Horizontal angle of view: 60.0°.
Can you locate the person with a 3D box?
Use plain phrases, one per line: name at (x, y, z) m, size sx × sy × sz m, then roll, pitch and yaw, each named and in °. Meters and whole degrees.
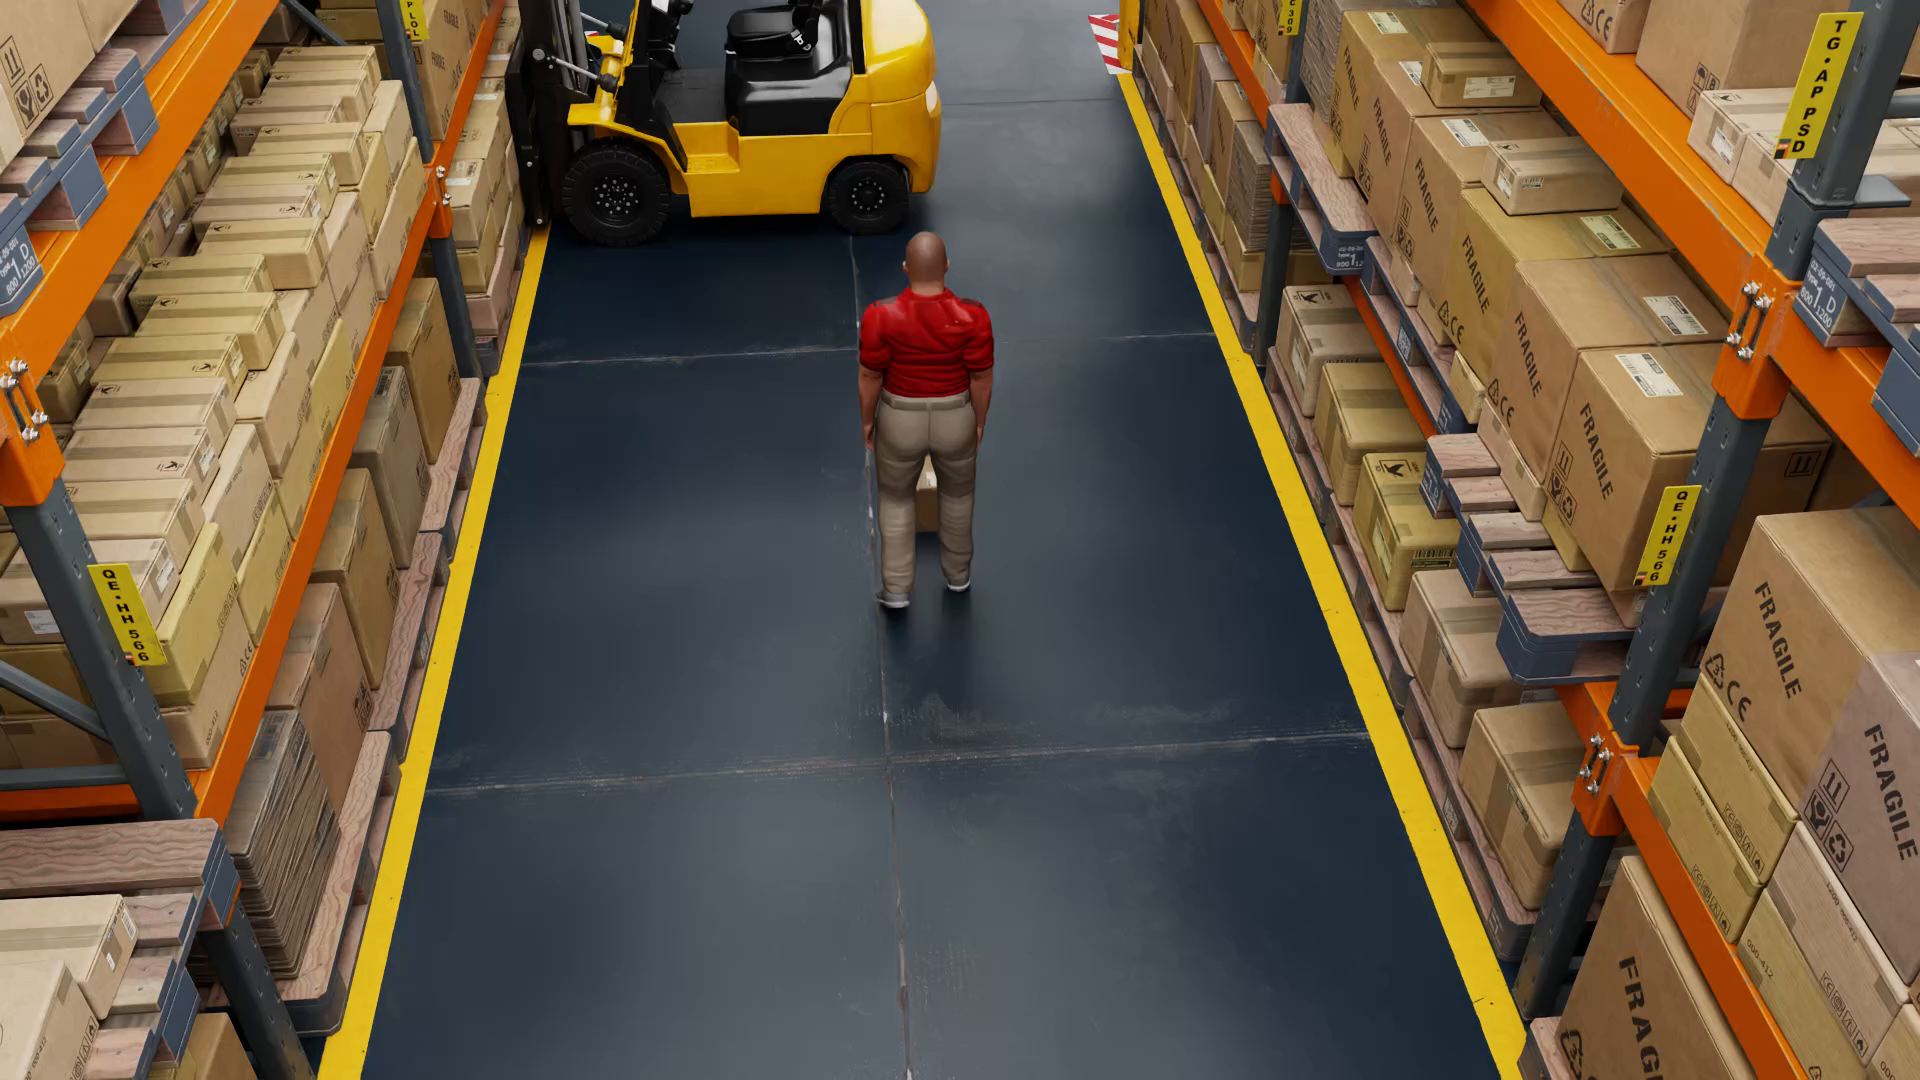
person at (-0.140, -0.455, 6.799) m, size 0.536 × 1.817 × 0.467 m, roll -2°, pitch 39°, yaw -3°
